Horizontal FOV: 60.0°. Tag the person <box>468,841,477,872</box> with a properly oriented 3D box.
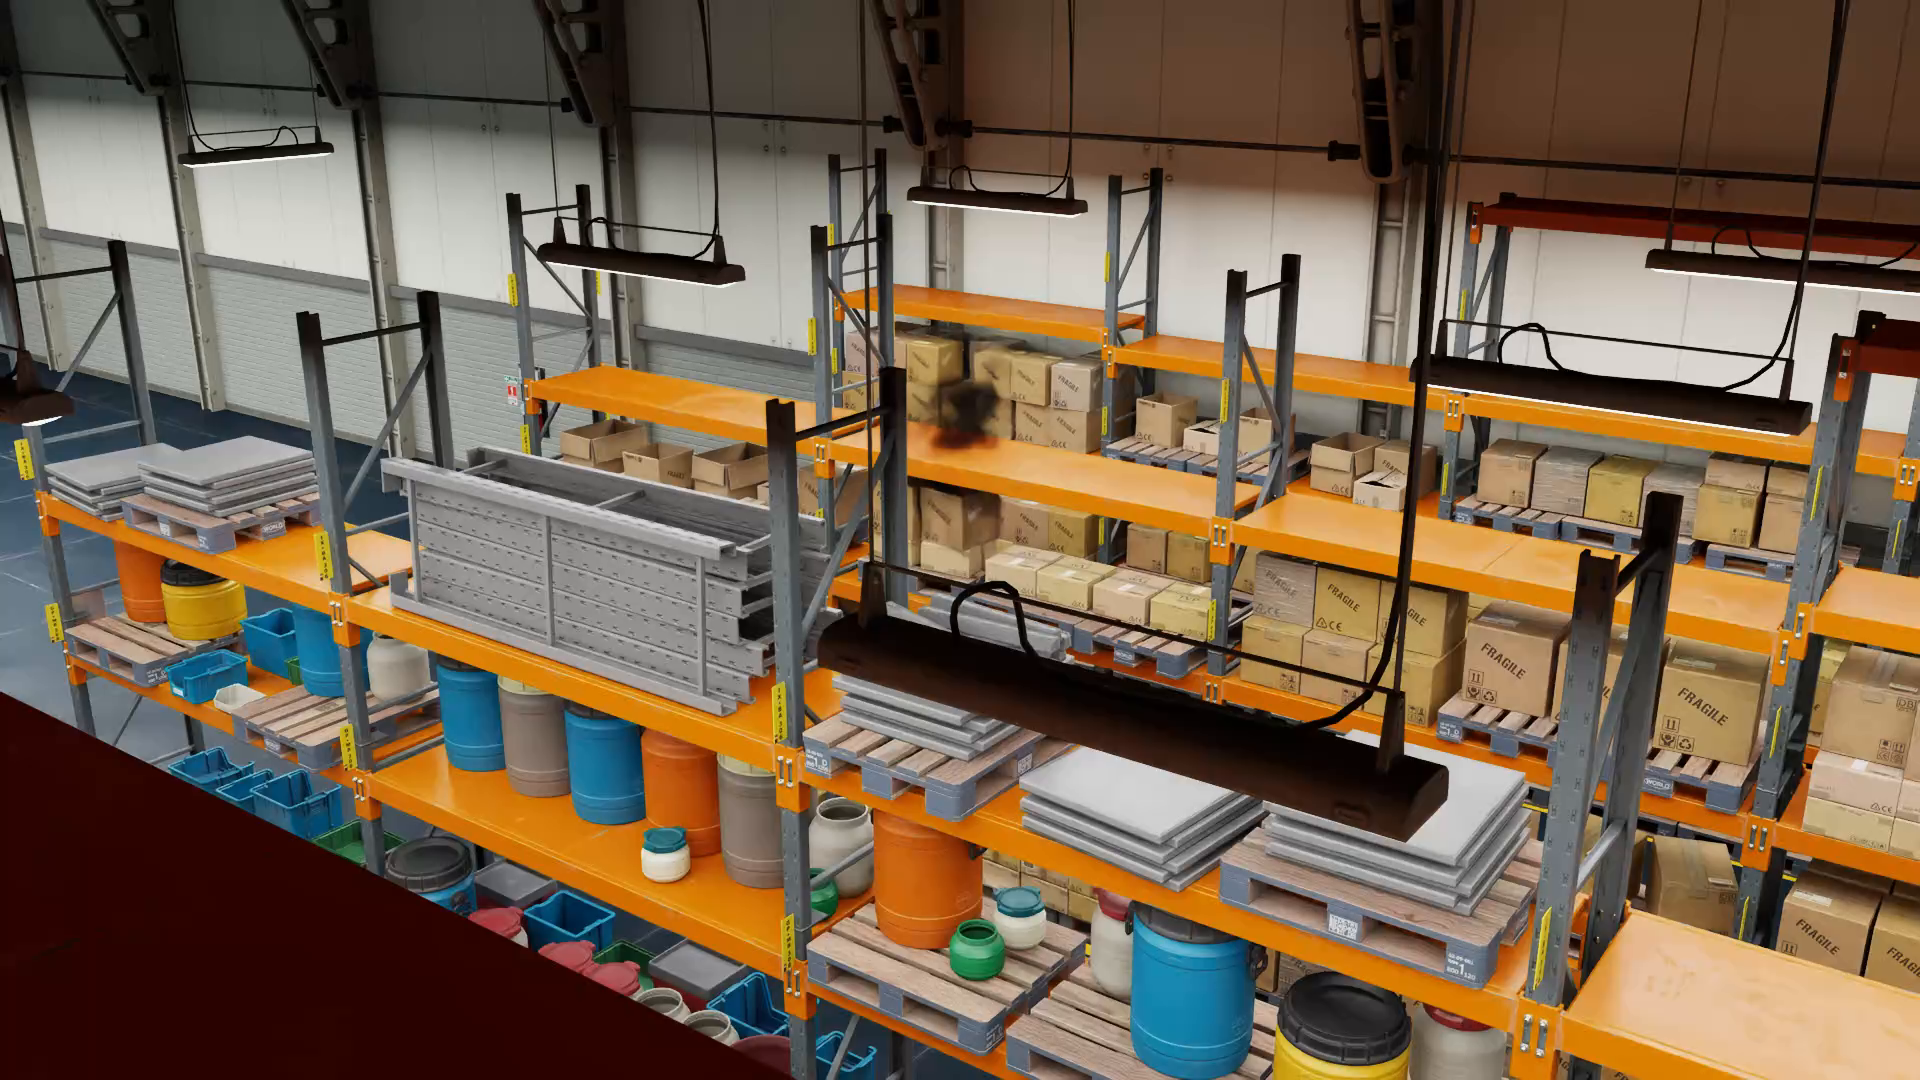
[{"bbox_3d":[-4.210,2.517,14.960,0.739,1.770,0.631,11,21,30],"label":"person"}]
